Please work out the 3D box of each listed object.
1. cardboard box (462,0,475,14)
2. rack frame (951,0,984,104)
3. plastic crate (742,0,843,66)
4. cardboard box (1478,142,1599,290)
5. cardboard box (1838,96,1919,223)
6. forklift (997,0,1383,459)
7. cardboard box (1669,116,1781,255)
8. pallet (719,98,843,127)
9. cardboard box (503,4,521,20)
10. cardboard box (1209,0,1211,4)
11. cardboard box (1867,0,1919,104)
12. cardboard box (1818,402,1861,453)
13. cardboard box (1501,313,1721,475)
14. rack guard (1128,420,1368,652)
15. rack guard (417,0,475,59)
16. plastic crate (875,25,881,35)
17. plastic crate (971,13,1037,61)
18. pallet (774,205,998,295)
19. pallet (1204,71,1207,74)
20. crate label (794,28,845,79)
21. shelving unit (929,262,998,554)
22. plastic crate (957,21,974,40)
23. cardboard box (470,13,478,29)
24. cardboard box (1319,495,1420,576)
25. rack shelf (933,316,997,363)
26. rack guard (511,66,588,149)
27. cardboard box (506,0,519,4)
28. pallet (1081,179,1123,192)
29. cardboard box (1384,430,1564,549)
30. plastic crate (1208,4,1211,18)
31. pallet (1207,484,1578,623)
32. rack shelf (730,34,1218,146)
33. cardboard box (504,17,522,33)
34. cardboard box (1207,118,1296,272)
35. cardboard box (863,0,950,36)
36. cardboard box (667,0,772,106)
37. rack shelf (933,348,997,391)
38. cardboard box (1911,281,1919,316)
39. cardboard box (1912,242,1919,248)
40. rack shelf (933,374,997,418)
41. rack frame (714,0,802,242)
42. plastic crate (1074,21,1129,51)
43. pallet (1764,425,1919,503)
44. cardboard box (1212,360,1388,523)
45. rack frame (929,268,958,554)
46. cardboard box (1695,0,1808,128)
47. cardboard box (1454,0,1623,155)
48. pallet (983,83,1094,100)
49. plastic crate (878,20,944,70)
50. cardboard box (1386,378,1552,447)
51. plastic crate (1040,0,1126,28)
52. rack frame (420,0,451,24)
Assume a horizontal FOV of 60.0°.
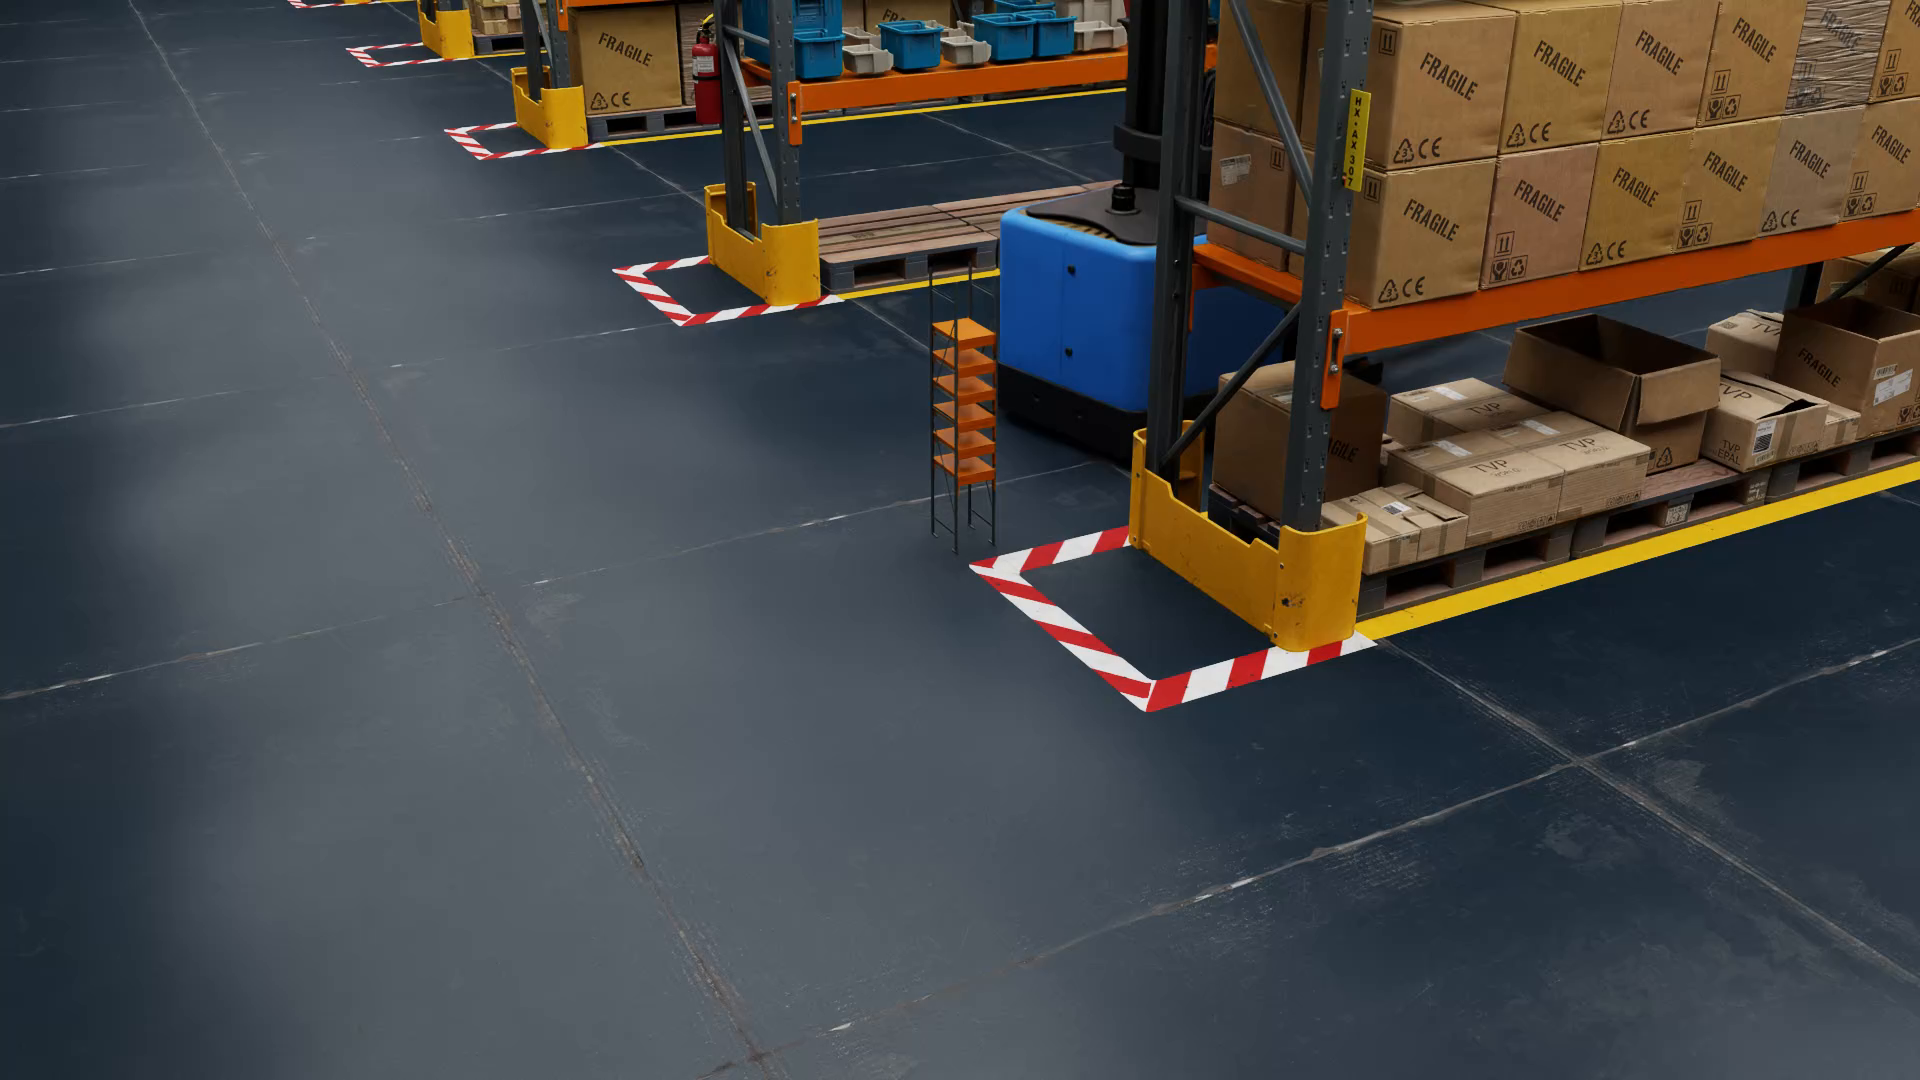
[{"bbox_3d":[-5.502,-6.109,18.973,0.250,0.149,0.380,-14,29,-26],"label":"cardboard box"},{"bbox_3d":[-0.060,-5.754,15.769,0.127,3.000,1.000,-13,29,-25],"label":"rack frame"},{"bbox_3d":[-1.051,-3.230,10.402,0.499,0.435,0.616,-13,29,-25],"label":"plastic crate"},{"bbox_3d":[2.038,-1.297,6.370,0.500,0.500,0.500,-13,29,-26],"label":"cardboard box"},{"bbox_3d":[3.824,-1.710,7.229,0.500,0.500,0.500,-12,28,-24],"label":"cardboard box"},{"bbox_3d":[1.632,-2.215,8.478,3.031,2.935,1.130,-20,32,-36],"label":"forklift"},{"bbox_3d":[2.924,-1.499,6.792,0.500,0.500,0.500,-13,28,-24],"label":"cardboard box"},{"bbox_3d":[-1.845,-4.122,15.591,1.213,0.211,1.003,-13,29,-25],"label":"pallet"},{"bbox_3d":[-4.982,-5.935,18.611,0.250,0.149,0.380,-13,29,-25],"label":"cardboard box"},{"bbox_3d":[2.061,-5.489,17.186,0.875,0.875,1.225,-13,29,-25],"label":"cardboard box"},{"bbox_3d":[3.824,-2.158,7.009,0.500,0.500,0.500,-14,29,-26],"label":"cardboard box"},{"bbox_3d":[3.927,-0.559,7.735,0.250,0.149,0.380,-13,29,-25],"label":"cardboard box"},{"bbox_3d":[2.943,-0.658,7.531,0.637,0.503,0.797,-13,29,-25],"label":"cardboard box"},{"bbox_3d":[1.136,-0.044,6.764,0.348,0.500,1.175,-13,29,-25],"label":"rack guard"},{"bbox_3d":[-5.767,-5.743,18.633,0.348,0.500,1.175,-13,29,-25],"label":"rack guard"},{"bbox_3d":[-0.361,-3.245,10.777,0.243,0.136,0.396,-13,29,-25],"label":"plastic crate"},{"bbox_3d":[0.276,-3.192,10.557,0.300,0.233,0.416,-13,29,-25],"label":"plastic crate"},{"bbox_3d":[-0.512,-1.944,11.054,1.213,0.211,1.003,-13,29,-25],"label":"pallet"},{"bbox_3d":[2.739,-5.180,17.794,1.213,0.211,1.003,-13,29,-25],"label":"pallet"},{"bbox_3d":[-0.886,-2.924,9.998,0.303,0.233,0.416,-13,29,-25],"label":"crate label"},{"bbox_3d":[0.013,-0.544,6.996,0.189,1.200,0.258,-13,29,-25],"label":"shelving unit"},{"bbox_3d":[0.125,-3.378,11.055,0.250,0.136,0.298,-13,29,-25],"label":"plastic crate"},{"bbox_3d":[-5.467,-5.945,18.975,0.250,0.149,0.380,-12,28,-24],"label":"cardboard box"},{"bbox_3d":[1.600,-0.022,6.616,0.250,0.149,0.380,-13,29,-25],"label":"cardboard box"},{"bbox_3d":[0.013,-0.828,6.860,0.180,0.103,0.258,-13,29,-25],"label":"rack shelf"},{"bbox_3d":[-3.610,-3.807,14.603,0.348,0.500,1.175,-13,29,-25],"label":"rack guard"},{"bbox_3d":[-5.025,-6.105,18.622,0.250,0.149,0.380,-12,28,-24],"label":"cardboard box"},{"bbox_3d":[1.641,-2.441,12.089,1.213,0.211,1.003,-13,29,-25],"label":"pallet"},{"bbox_3d":[2.124,-0.218,6.907,0.500,0.250,0.500,-13,29,-25],"label":"cardboard box"},{"bbox_3d":[1.793,-3.730,11.789,0.243,0.136,0.396,-13,29,-25],"label":"plastic crate"},{"bbox_3d":[1.839,-0.076,7.165,1.213,0.211,1.003,-13,29,-25],"label":"pallet"},{"bbox_3d":[0.506,-3.131,11.136,4.000,0.370,1.077,-13,29,-25],"label":"rack shelf"},{"bbox_3d":[-5.028,-5.827,18.730,0.250,0.149,0.380,-13,29,-25],"label":"cardboard box"},{"bbox_3d":[1.336,-1.395,6.575,0.500,0.500,0.500,-12,28,-24],"label":"cardboard box"},{"bbox_3d":[-0.680,-4.881,15.921,0.875,0.875,0.875,-13,29,-25],"label":"cardboard box"},{"bbox_3d":[-2.259,-4.517,15.162,0.875,0.875,0.875,-13,29,-25],"label":"cardboard box"},{"bbox_3d":[0.013,-0.720,6.912,0.180,0.103,0.258,-13,29,-25],"label":"rack shelf"},{"bbox_3d":[5.140,-1.047,8.344,0.500,0.500,0.500,-14,29,-27],"label":"cardboard box"},{"bbox_3d":[5.339,-1.349,8.973,0.500,0.500,0.500,-13,29,-25],"label":"cardboard box"},{"bbox_3d":[0.013,-0.612,6.964,0.180,0.103,0.258,-13,29,-25],"label":"rack shelf"},{"bbox_3d":[-1.258,-3.048,10.132,0.127,3.000,1.000,-13,29,-25],"label":"rack frame"},{"bbox_3d":[0.876,-3.301,10.895,0.466,0.136,0.293,-13,29,-25],"label":"plastic crate"},{"bbox_3d":[3.992,-0.573,8.200,1.213,0.211,1.003,-13,29,-25],"label":"pallet"},{"bbox_3d":[1.433,-0.431,7.063,0.500,0.500,0.500,-13,29,-25],"label":"cardboard box"},{"bbox_3d":[-0.068,-0.525,6.958,0.006,1.200,0.240,-13,29,-25],"label":"rack frame"},{"bbox_3d":[2.934,-1.954,6.583,0.500,0.500,0.500,-13,29,-26],"label":"cardboard box"},{"bbox_3d":[2.043,-1.750,6.158,0.500,0.500,0.500,-13,28,-25],"label":"cardboard box"},{"bbox_3d":[0.586,-4.683,16.759,1.213,0.211,1.003,-13,29,-25],"label":"pallet"},{"bbox_3d":[-0.305,-3.058,10.277,0.300,0.233,0.416,-13,29,-25],"label":"plastic crate"},{"bbox_3d":[2.285,-0.501,7.496,0.500,0.250,0.500,-13,29,-25],"label":"cardboard box"},{"bbox_3d":[0.837,-3.595,11.340,0.530,0.282,0.437,-13,29,-25],"label":"plastic crate"},{"bbox_3d":[-5.834,-6.854,18.060,0.127,3.000,1.000,-13,29,-25],"label":"rack frame"}]
